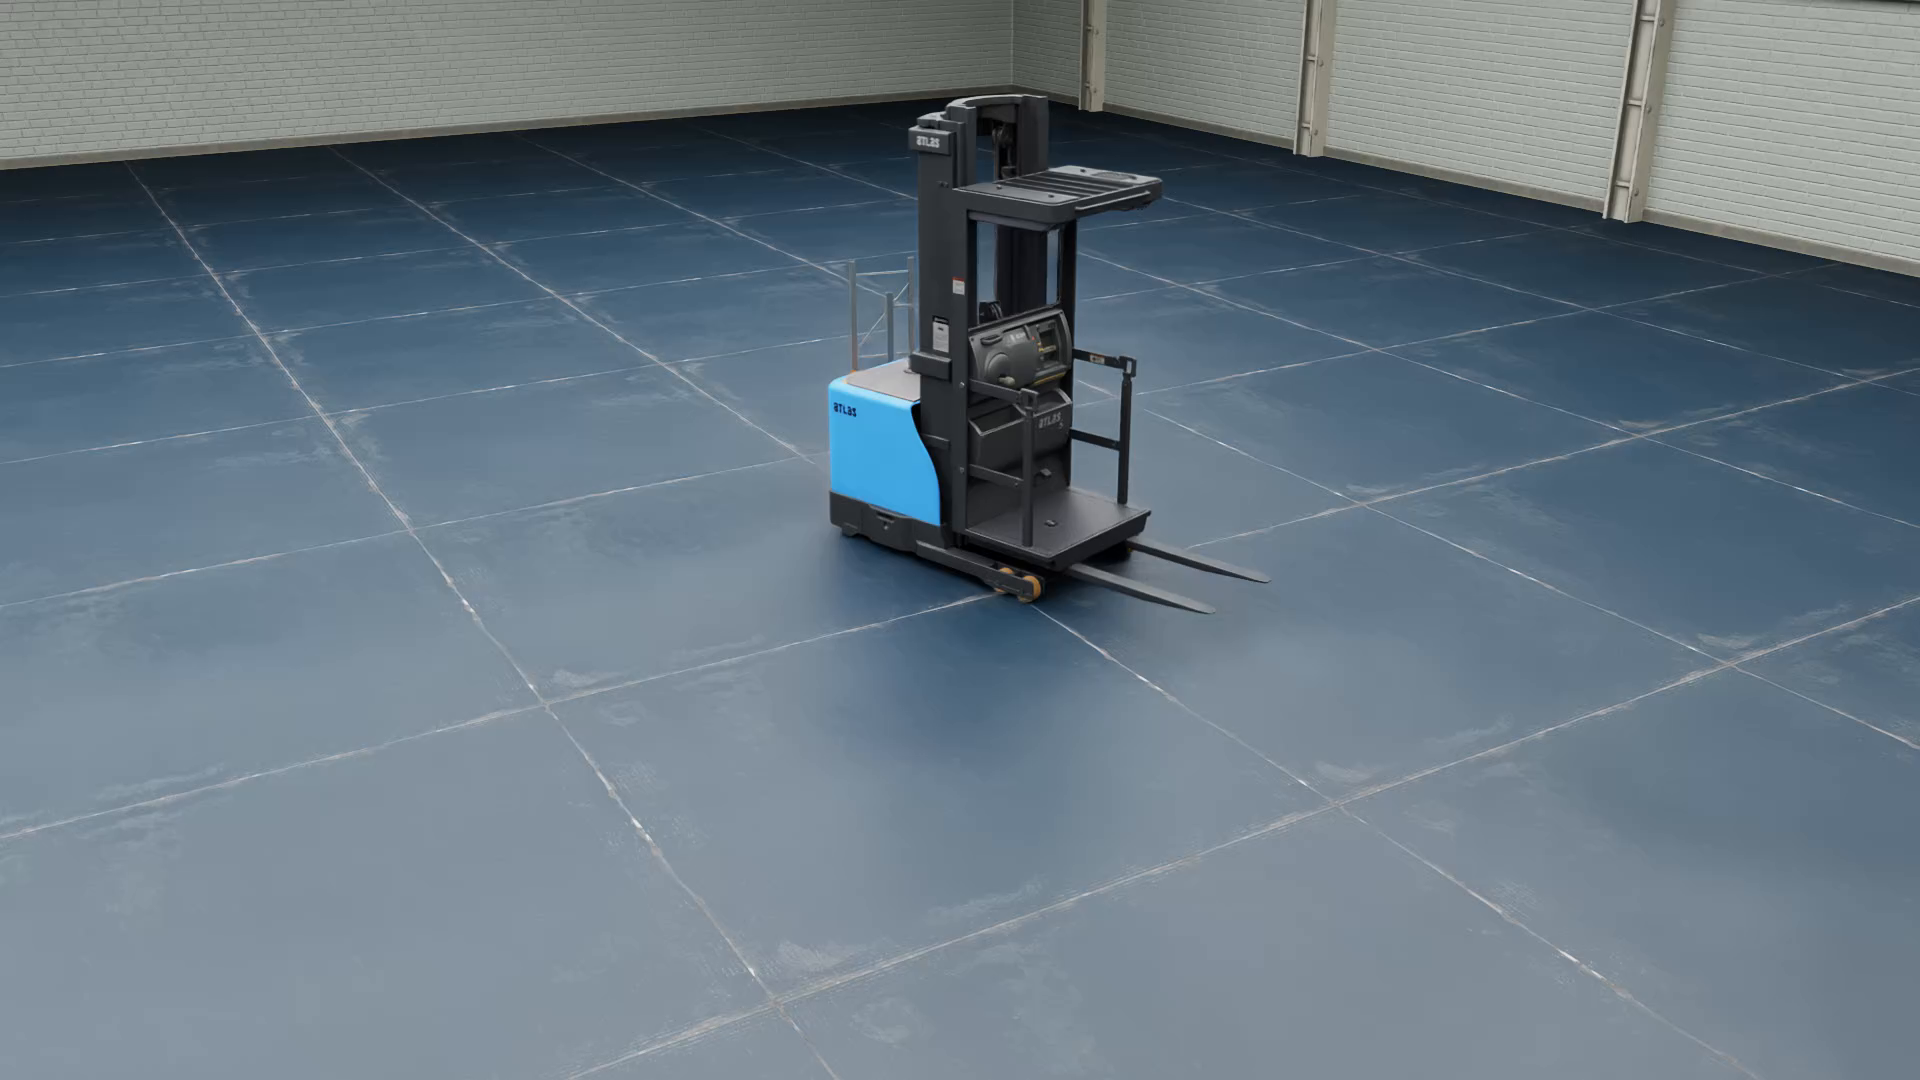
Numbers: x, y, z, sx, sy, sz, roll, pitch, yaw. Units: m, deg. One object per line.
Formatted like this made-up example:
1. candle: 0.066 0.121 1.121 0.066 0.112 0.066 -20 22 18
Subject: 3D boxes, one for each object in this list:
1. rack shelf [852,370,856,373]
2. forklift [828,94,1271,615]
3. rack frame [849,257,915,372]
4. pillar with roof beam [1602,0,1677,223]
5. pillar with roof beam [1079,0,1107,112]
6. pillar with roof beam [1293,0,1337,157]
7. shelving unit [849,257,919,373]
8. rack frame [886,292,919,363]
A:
1. rack shelf: -0.433 -1.071 12.433 0.538 0.185 1.000 -7 23 -17
2. forklift: 0.542 -1.192 10.352 3.031 2.935 1.130 18 28 38
3. rack frame: -0.591 -1.420 12.812 0.500 1.500 0.032 -7 23 -17
4. pillar with roof beam: 4.880 -7.495 17.800 9.100 9.000 0.400 -13 25 -28
5. pillar with roof beam: -1.250 -11.379 27.357 9.100 9.000 0.400 -13 25 -28
6. pillar with roof beam: 1.815 -9.437 22.579 9.100 9.000 0.400 -13 25 -28
7. shelving unit: -0.430 -1.234 12.357 0.587 1.500 1.083 -7 23 -17
8. rack frame: -0.275 -1.056 11.917 0.500 1.500 0.032 -7 23 -17
